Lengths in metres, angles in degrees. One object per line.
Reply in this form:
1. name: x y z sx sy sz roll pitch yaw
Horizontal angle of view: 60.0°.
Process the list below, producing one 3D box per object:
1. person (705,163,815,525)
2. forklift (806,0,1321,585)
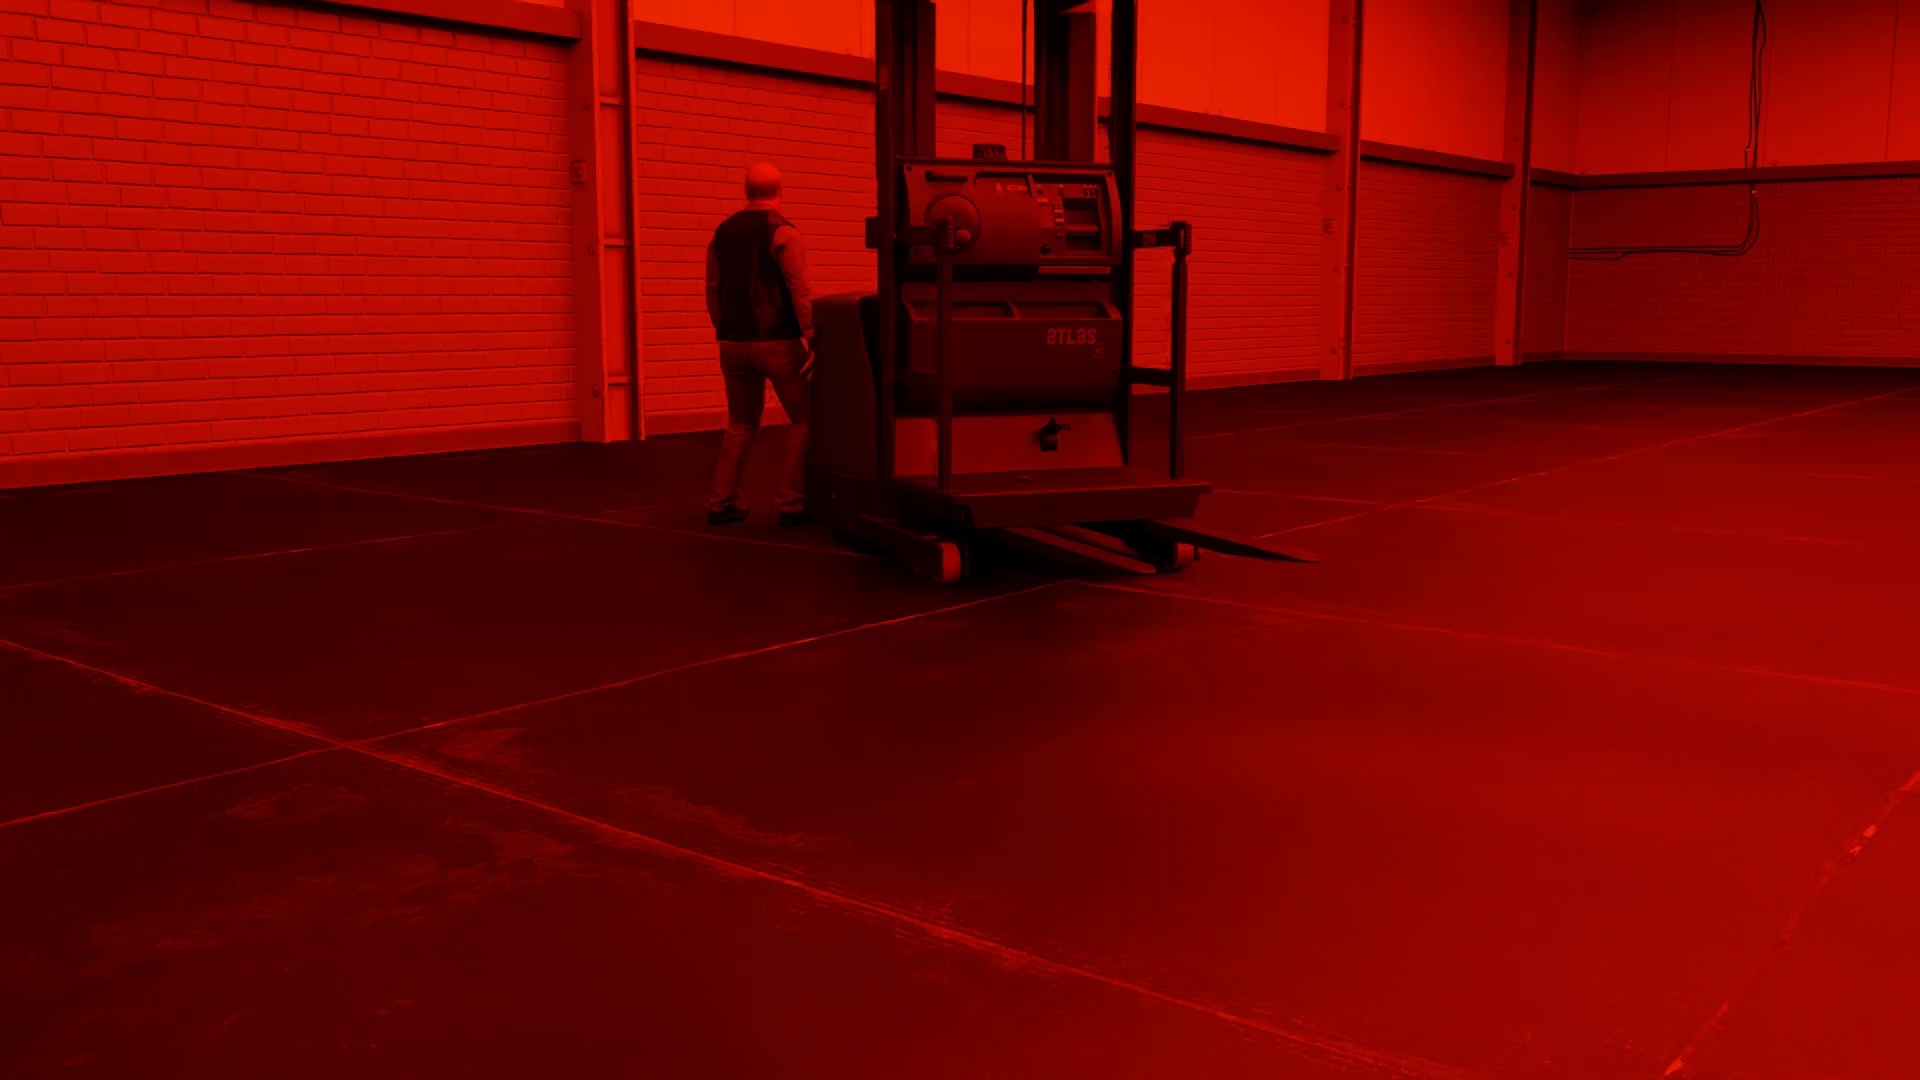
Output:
1. person: -0.902 -0.922 7.886 0.738 1.695 0.470 5 10 33
2. forklift: 0.299 -1.349 6.502 1.130 2.935 3.031 -3 9 -22
